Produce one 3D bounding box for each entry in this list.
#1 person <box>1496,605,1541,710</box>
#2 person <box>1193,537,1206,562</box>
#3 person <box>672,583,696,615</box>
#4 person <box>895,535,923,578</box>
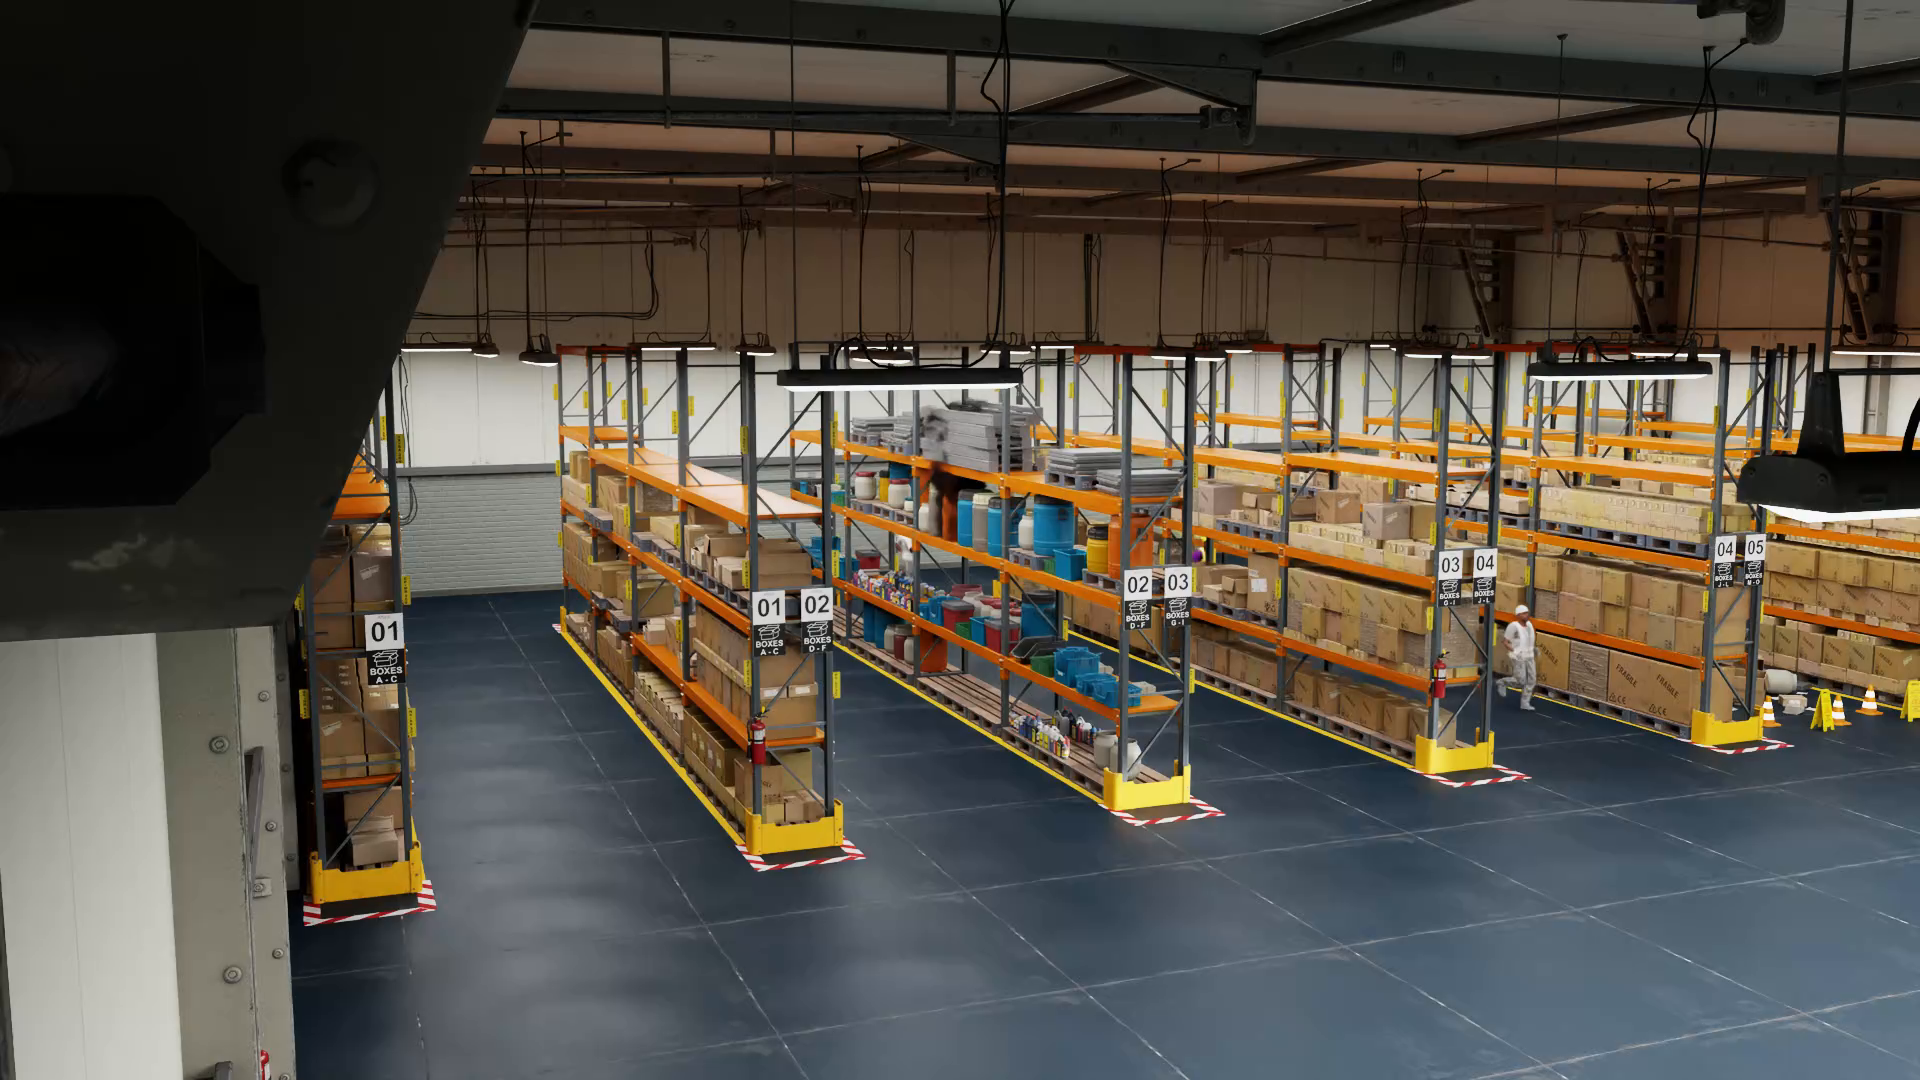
[{"bbox_3d":[9.357,1.953,27.778,0.692,1.751,0.746,-4,8,-30],"label":"person"},{"bbox_3d":[5.455,0.797,36.786,0.687,1.797,0.732,-2,8,-17],"label":"person"},{"bbox_3d":[-5.952,0.978,35.282,0.639,1.804,0.712,-7,10,-43],"label":"person"},{"bbox_3d":[-1.211,0.468,39.193,0.961,1.743,0.712,-2,8,-15],"label":"person"}]
